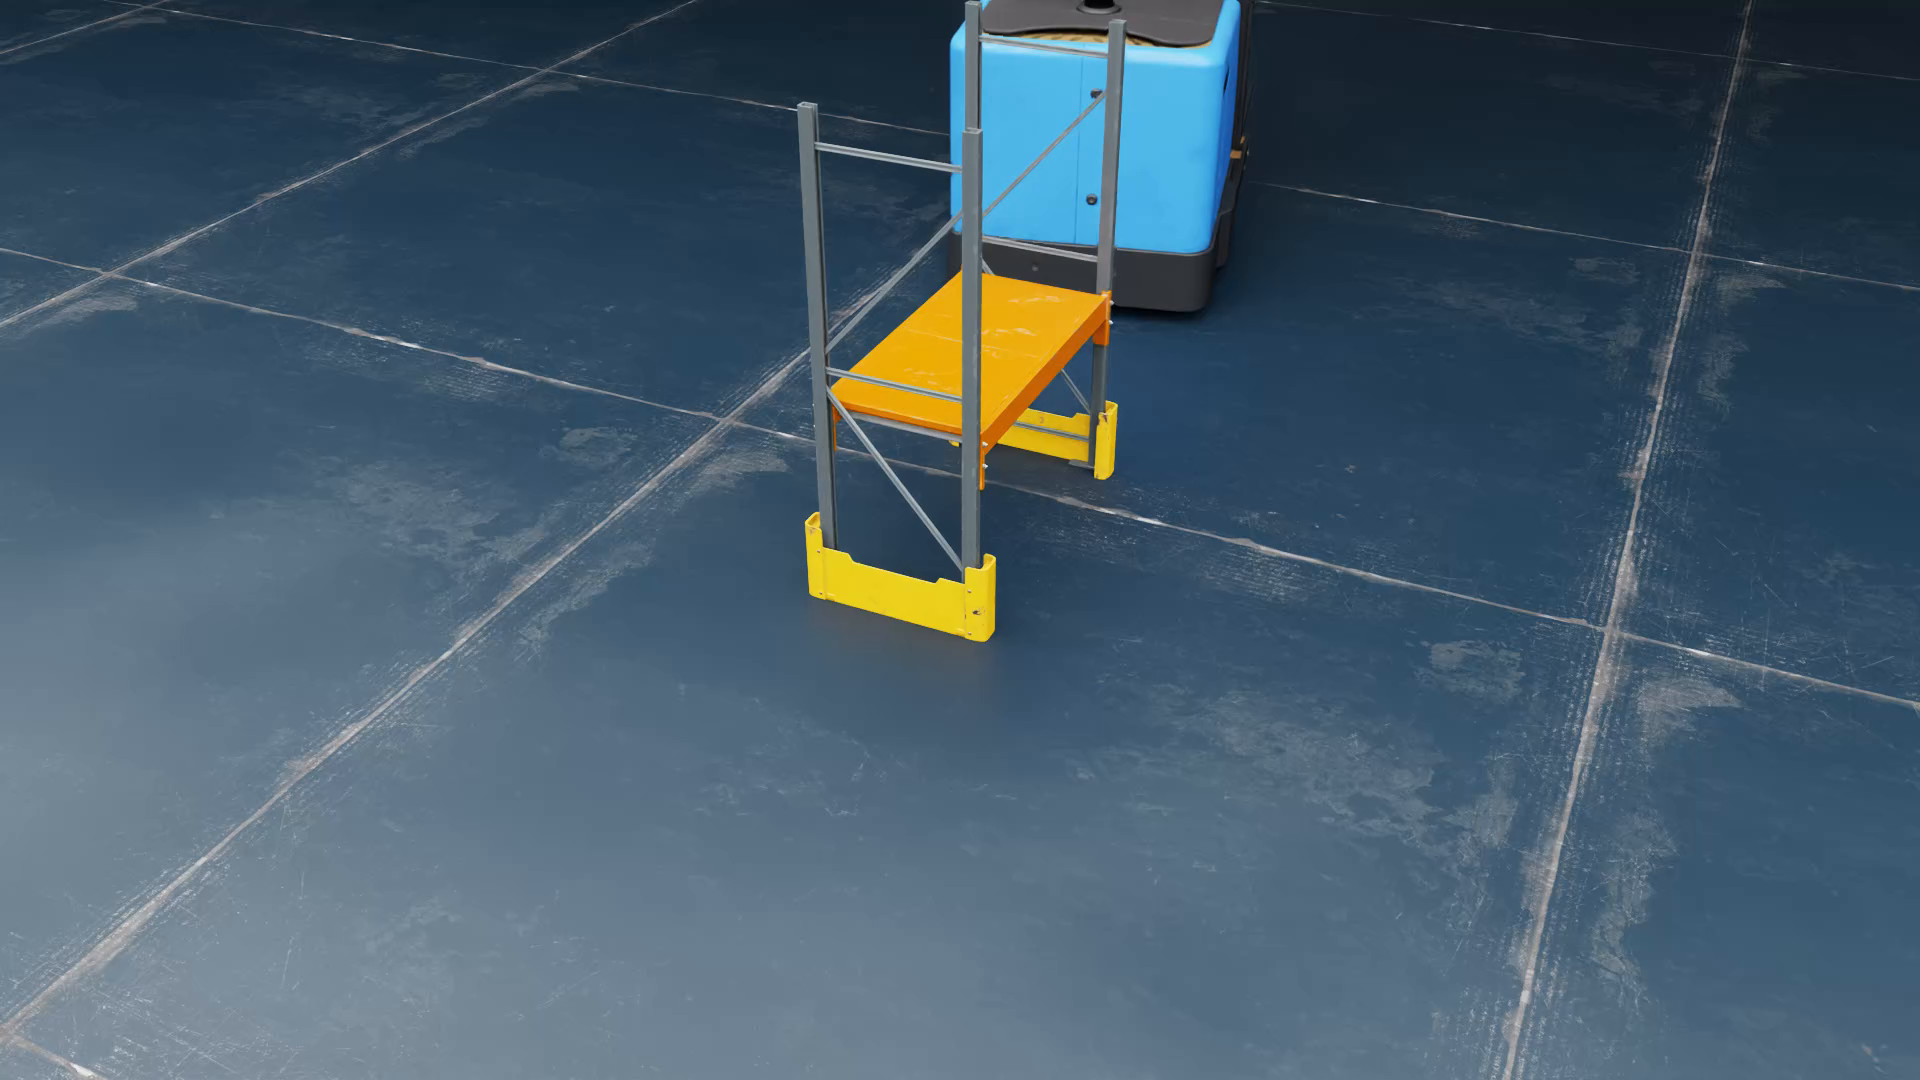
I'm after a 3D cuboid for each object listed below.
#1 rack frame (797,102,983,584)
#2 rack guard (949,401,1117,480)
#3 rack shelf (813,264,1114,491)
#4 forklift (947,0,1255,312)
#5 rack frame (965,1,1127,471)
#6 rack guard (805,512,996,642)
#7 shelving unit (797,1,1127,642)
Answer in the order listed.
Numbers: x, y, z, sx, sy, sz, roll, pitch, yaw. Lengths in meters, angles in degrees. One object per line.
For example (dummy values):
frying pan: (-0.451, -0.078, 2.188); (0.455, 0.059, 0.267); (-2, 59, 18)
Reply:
rack frame: (-0.177, -0.417, 4.517); (0.500, 1.500, 0.032); (14, 36, 20)
rack guard: (0.240, -0.391, 5.618); (0.587, 0.250, 0.087); (14, 36, 20)
rack shelf: (0.036, -0.519, 5.002); (0.538, 0.185, 1.000); (14, 36, 20)
forklift: (0.765, -2.914, 7.021); (1.130, 2.935, 3.031); (7, 34, 10)
rack frame: (0.248, -0.923, 5.290); (0.500, 1.500, 0.032); (14, 36, 20)
rack guard: (-0.176, 0.106, 4.861); (0.587, 0.250, 0.087); (14, 36, 20)
shelving unit: (0.032, -0.665, 4.897); (0.587, 1.500, 1.083); (14, 36, 20)
